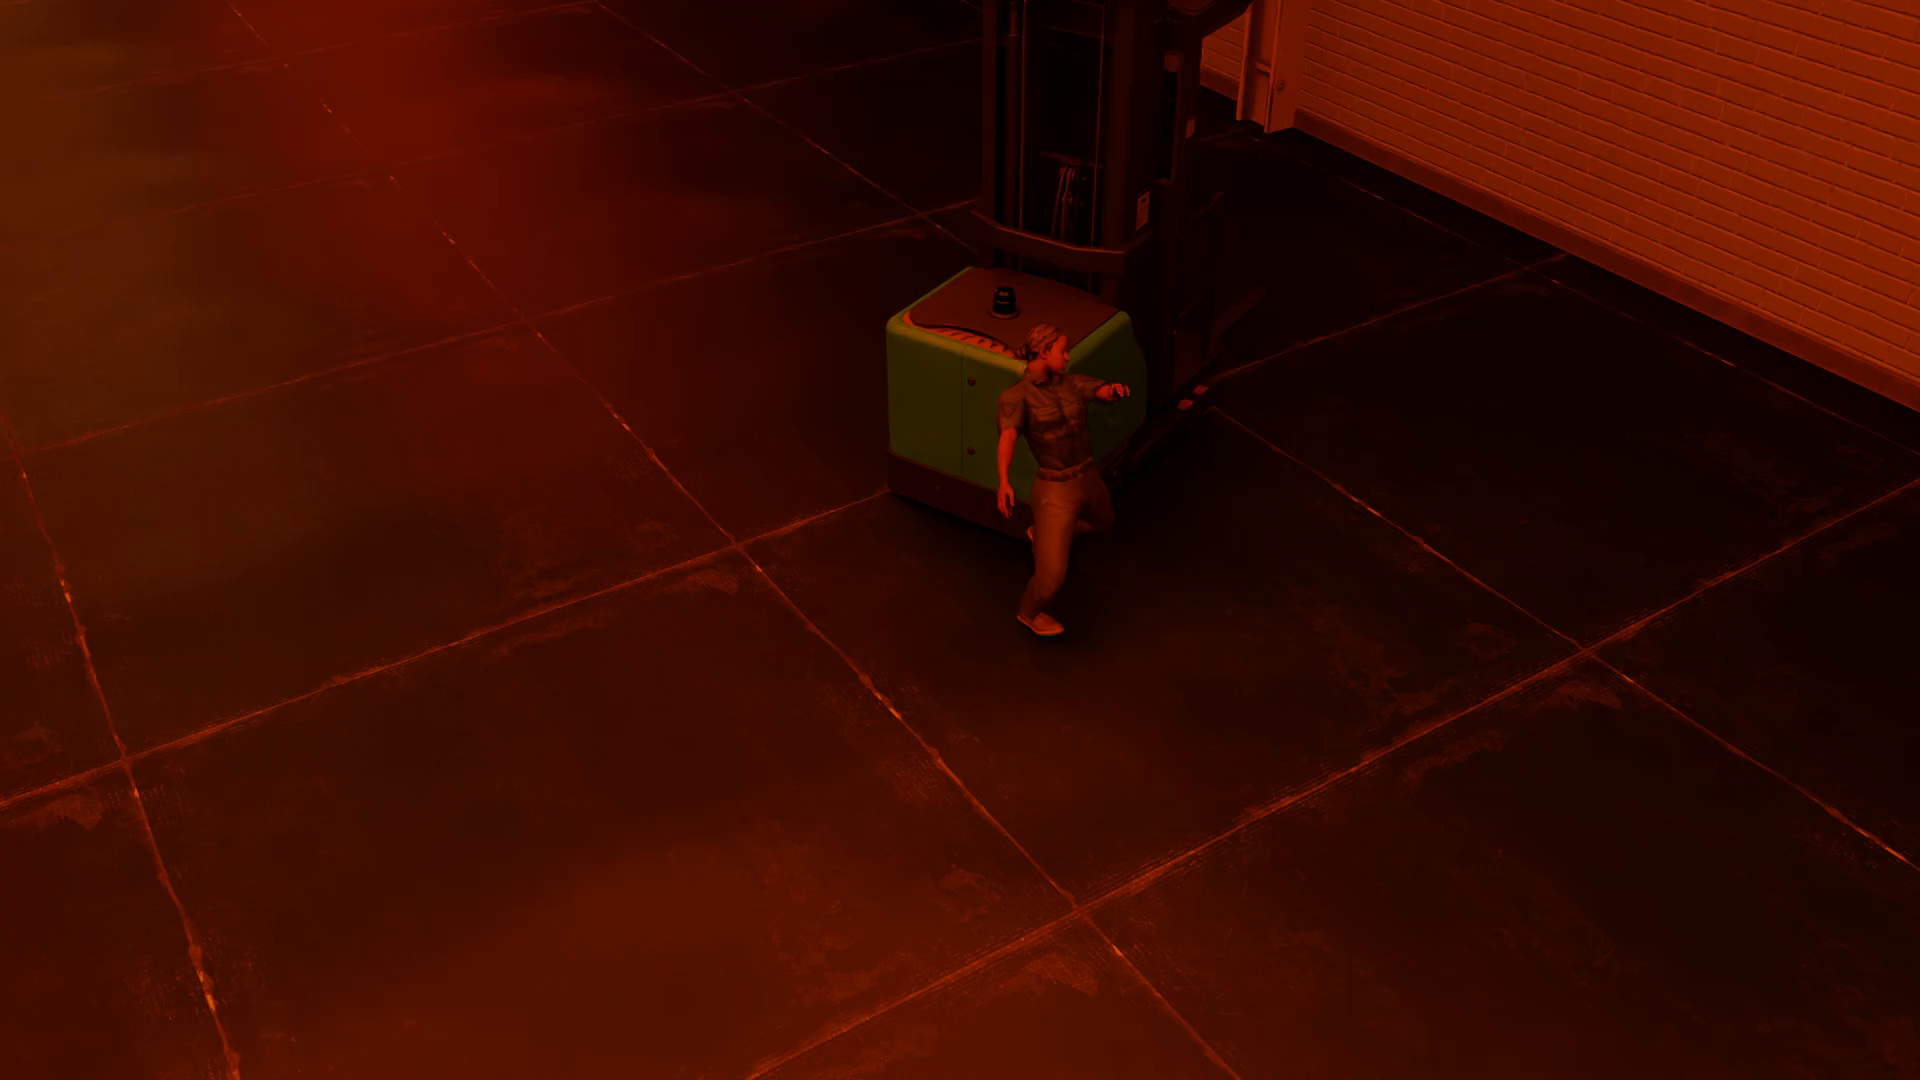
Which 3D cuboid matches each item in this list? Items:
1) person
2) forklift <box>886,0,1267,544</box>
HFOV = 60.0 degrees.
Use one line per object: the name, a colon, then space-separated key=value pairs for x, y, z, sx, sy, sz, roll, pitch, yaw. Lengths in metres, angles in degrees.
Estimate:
person: x=0.399 y=-0.197 z=7.704 sx=0.747 sy=1.401 sz=0.965 roll=23 pitch=41 yaw=29
forklift: x=0.840 y=-1.984 z=8.971 sx=1.130 sy=2.935 sz=3.031 roll=21 pitch=40 yaw=27
